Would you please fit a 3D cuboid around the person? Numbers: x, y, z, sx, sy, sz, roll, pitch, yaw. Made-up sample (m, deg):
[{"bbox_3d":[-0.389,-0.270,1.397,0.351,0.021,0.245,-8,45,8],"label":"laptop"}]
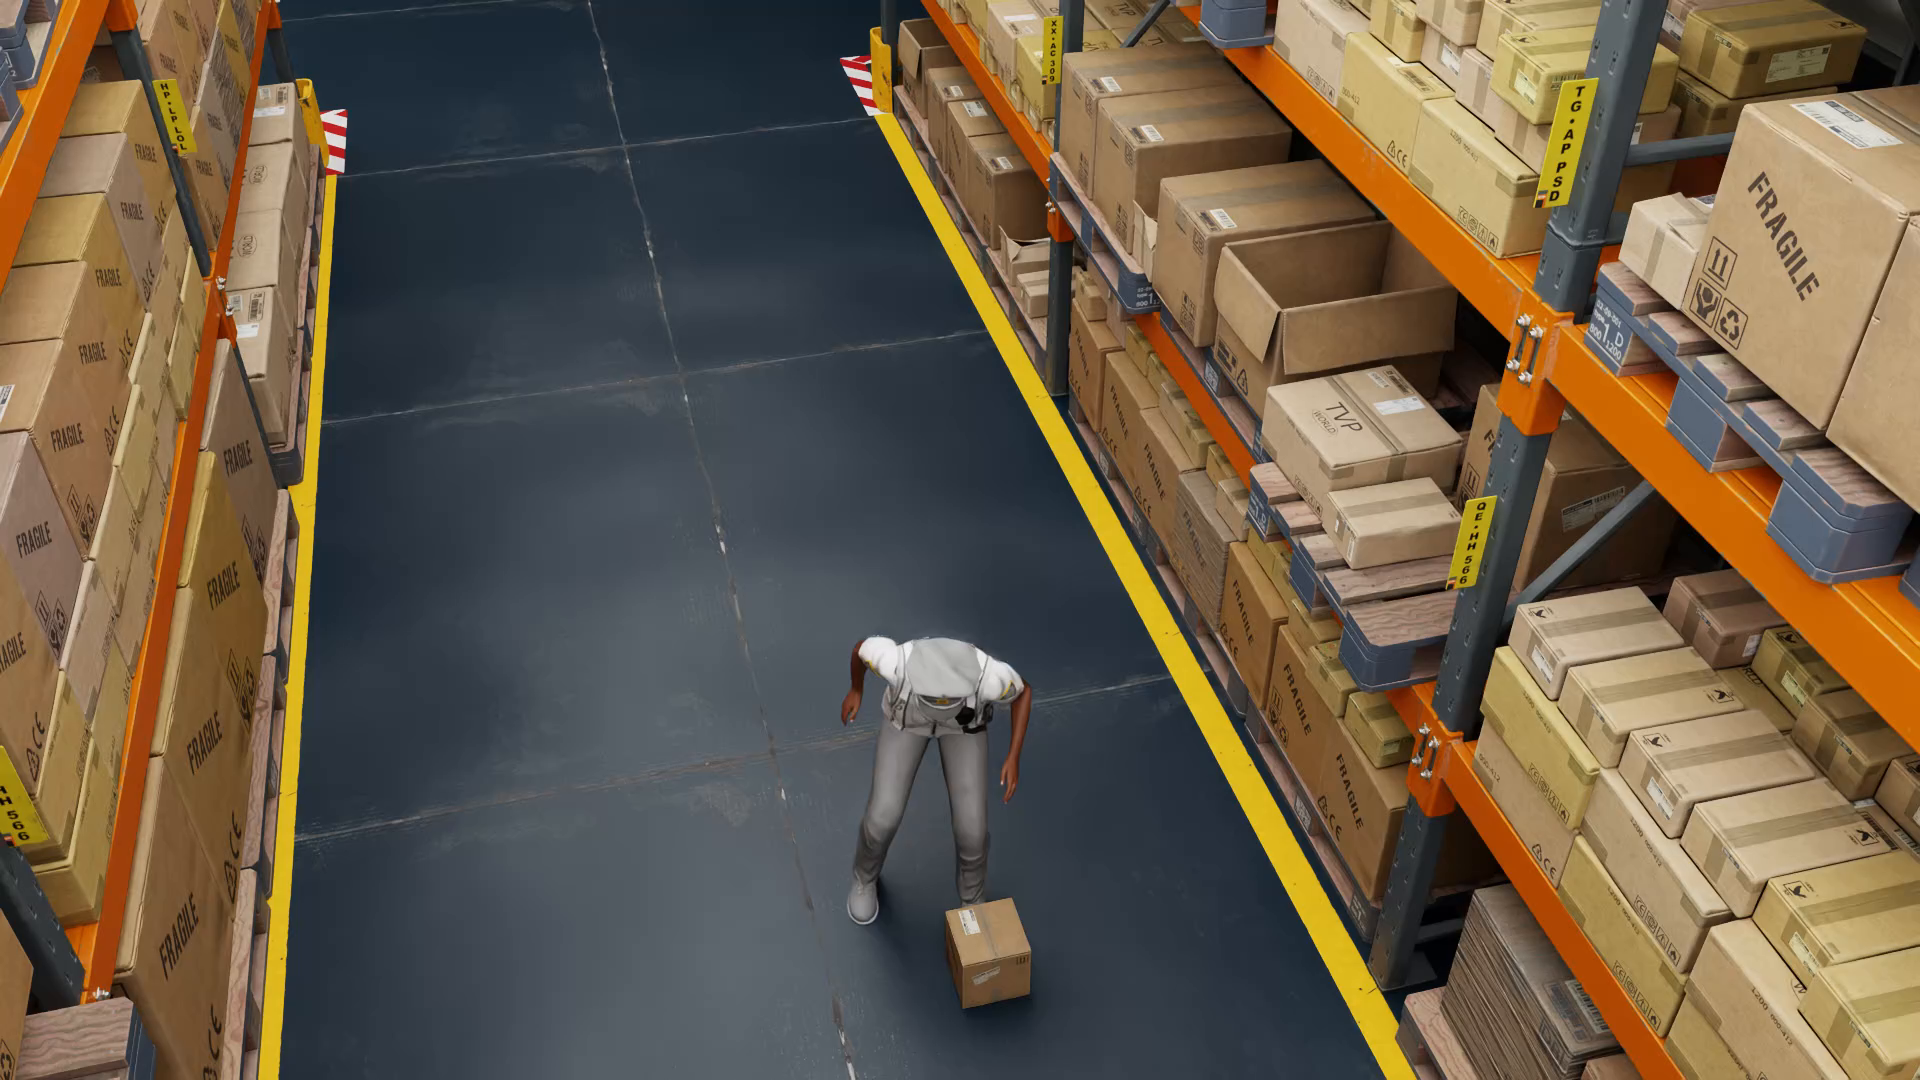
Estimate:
[{"bbox_3d":[-0.094,0.782,5.960,0.692,1.382,0.708,1,38,1],"label":"person"}]
